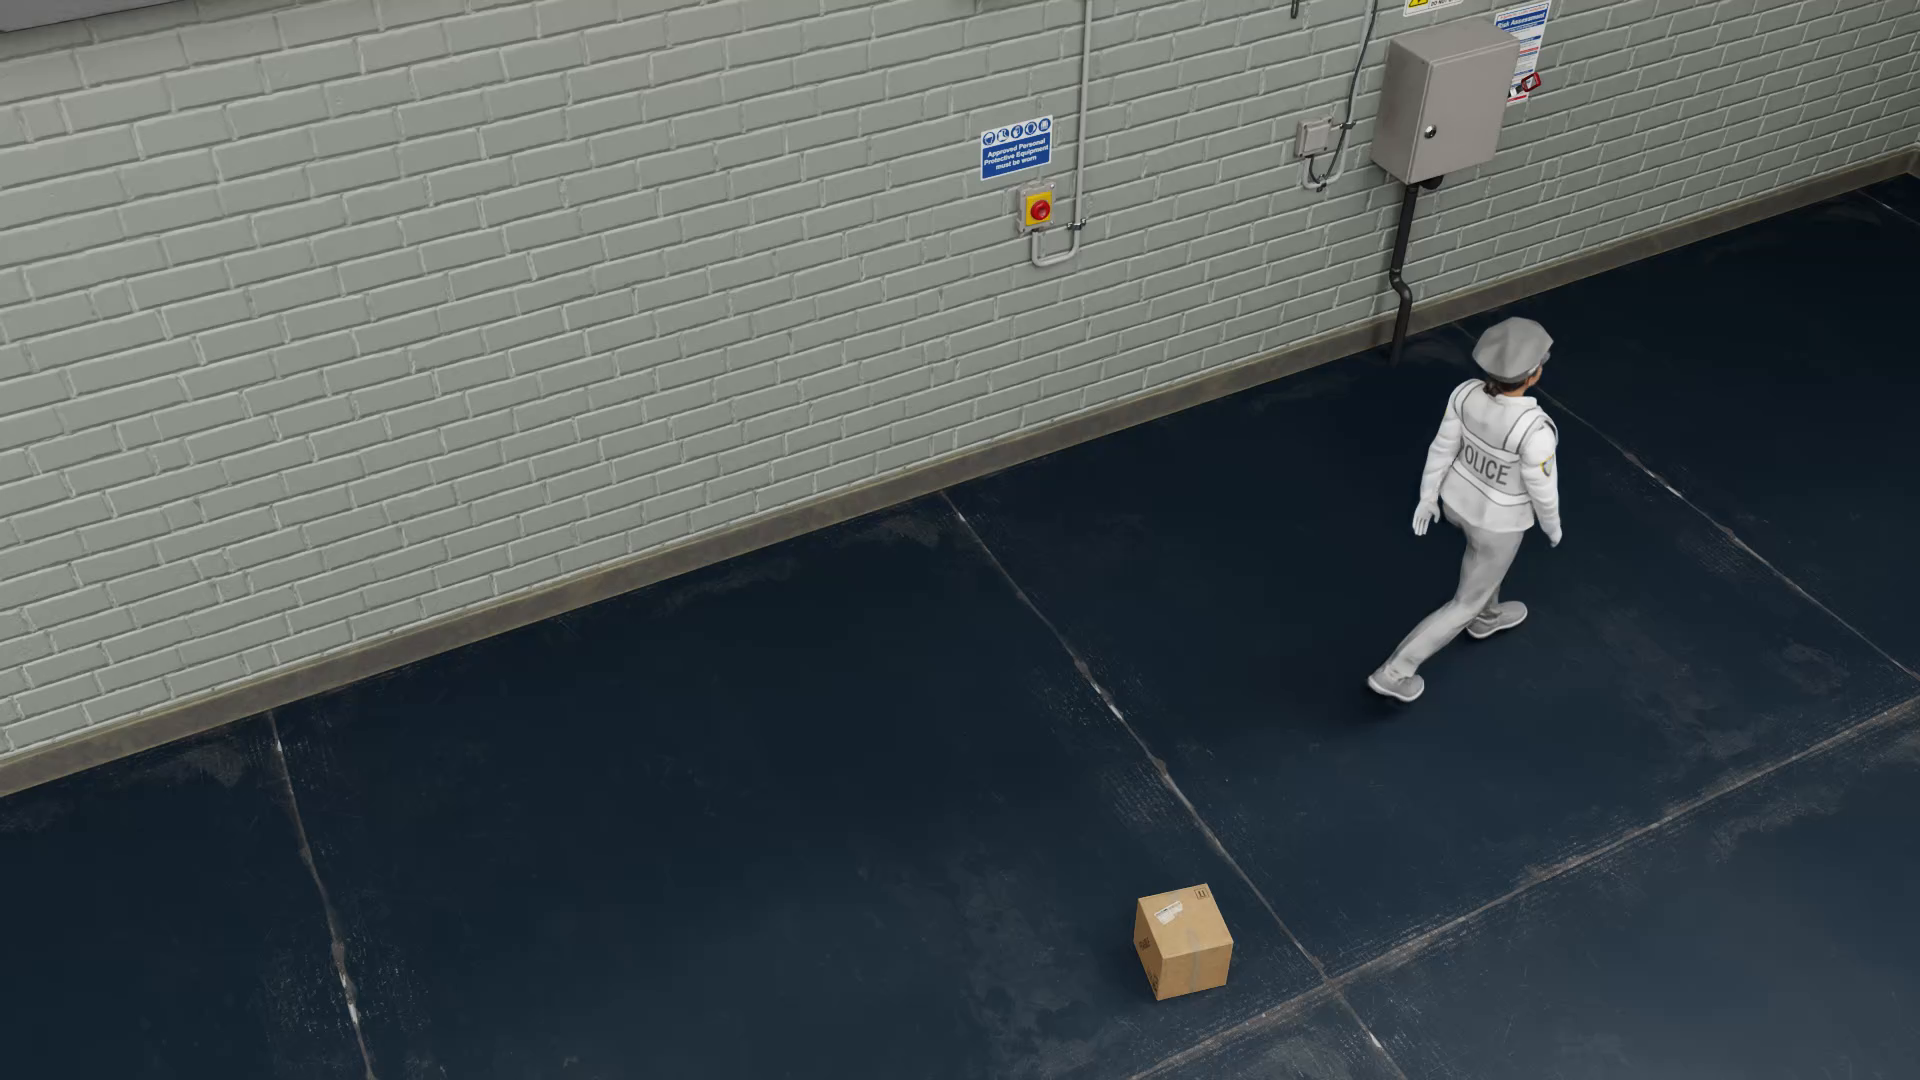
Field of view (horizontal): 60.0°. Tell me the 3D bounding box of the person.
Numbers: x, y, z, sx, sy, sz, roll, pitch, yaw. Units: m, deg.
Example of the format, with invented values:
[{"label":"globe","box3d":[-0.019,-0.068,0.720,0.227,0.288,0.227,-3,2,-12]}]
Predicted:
[{"label":"person","box3d":[1.980,-0.114,6.259,0.960,1.635,0.487,-20,45,-21]}]
